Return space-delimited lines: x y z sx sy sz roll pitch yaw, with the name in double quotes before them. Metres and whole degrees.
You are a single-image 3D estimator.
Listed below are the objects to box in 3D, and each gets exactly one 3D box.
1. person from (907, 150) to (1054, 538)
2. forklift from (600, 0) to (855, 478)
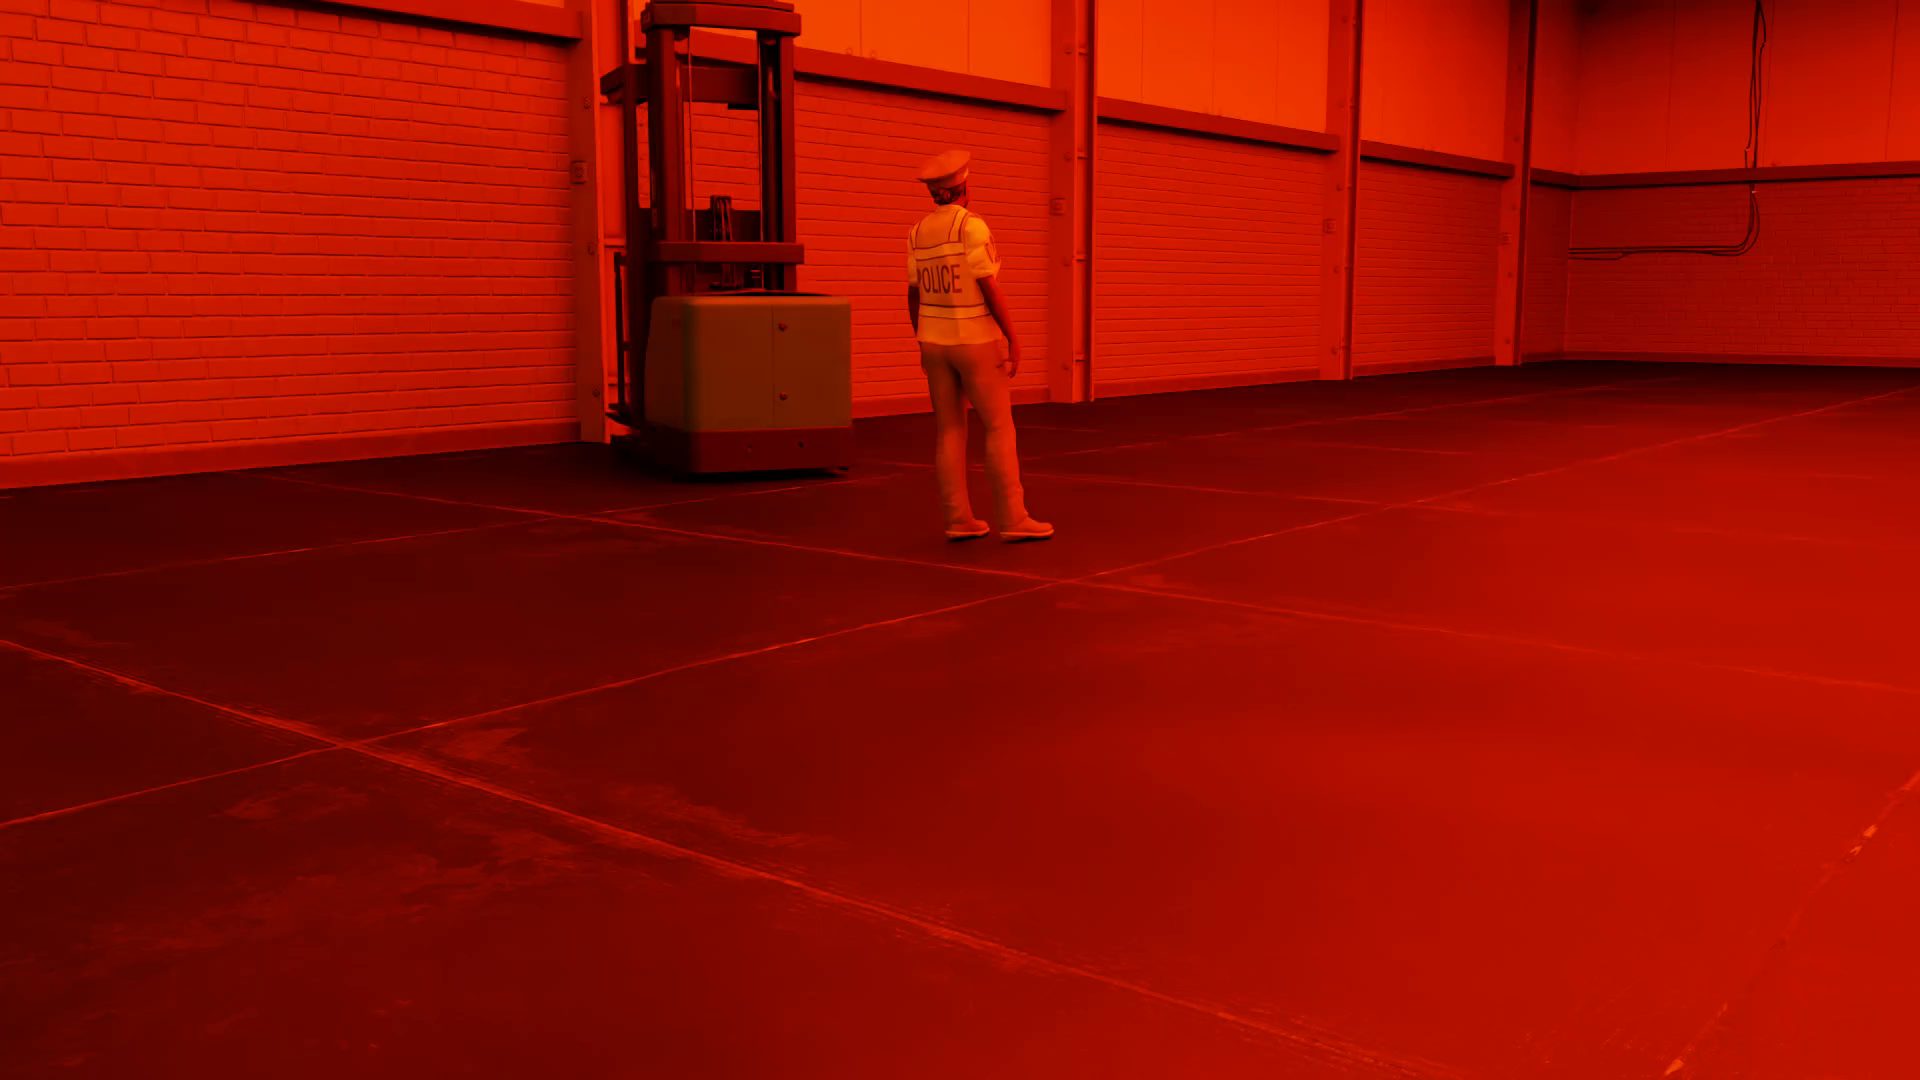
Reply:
"person" 0.062 -0.853 7.327 0.570 1.697 0.528 7 11 38
"forklift" -1.690 -1.988 10.864 1.130 2.935 3.031 -4 9 -24
